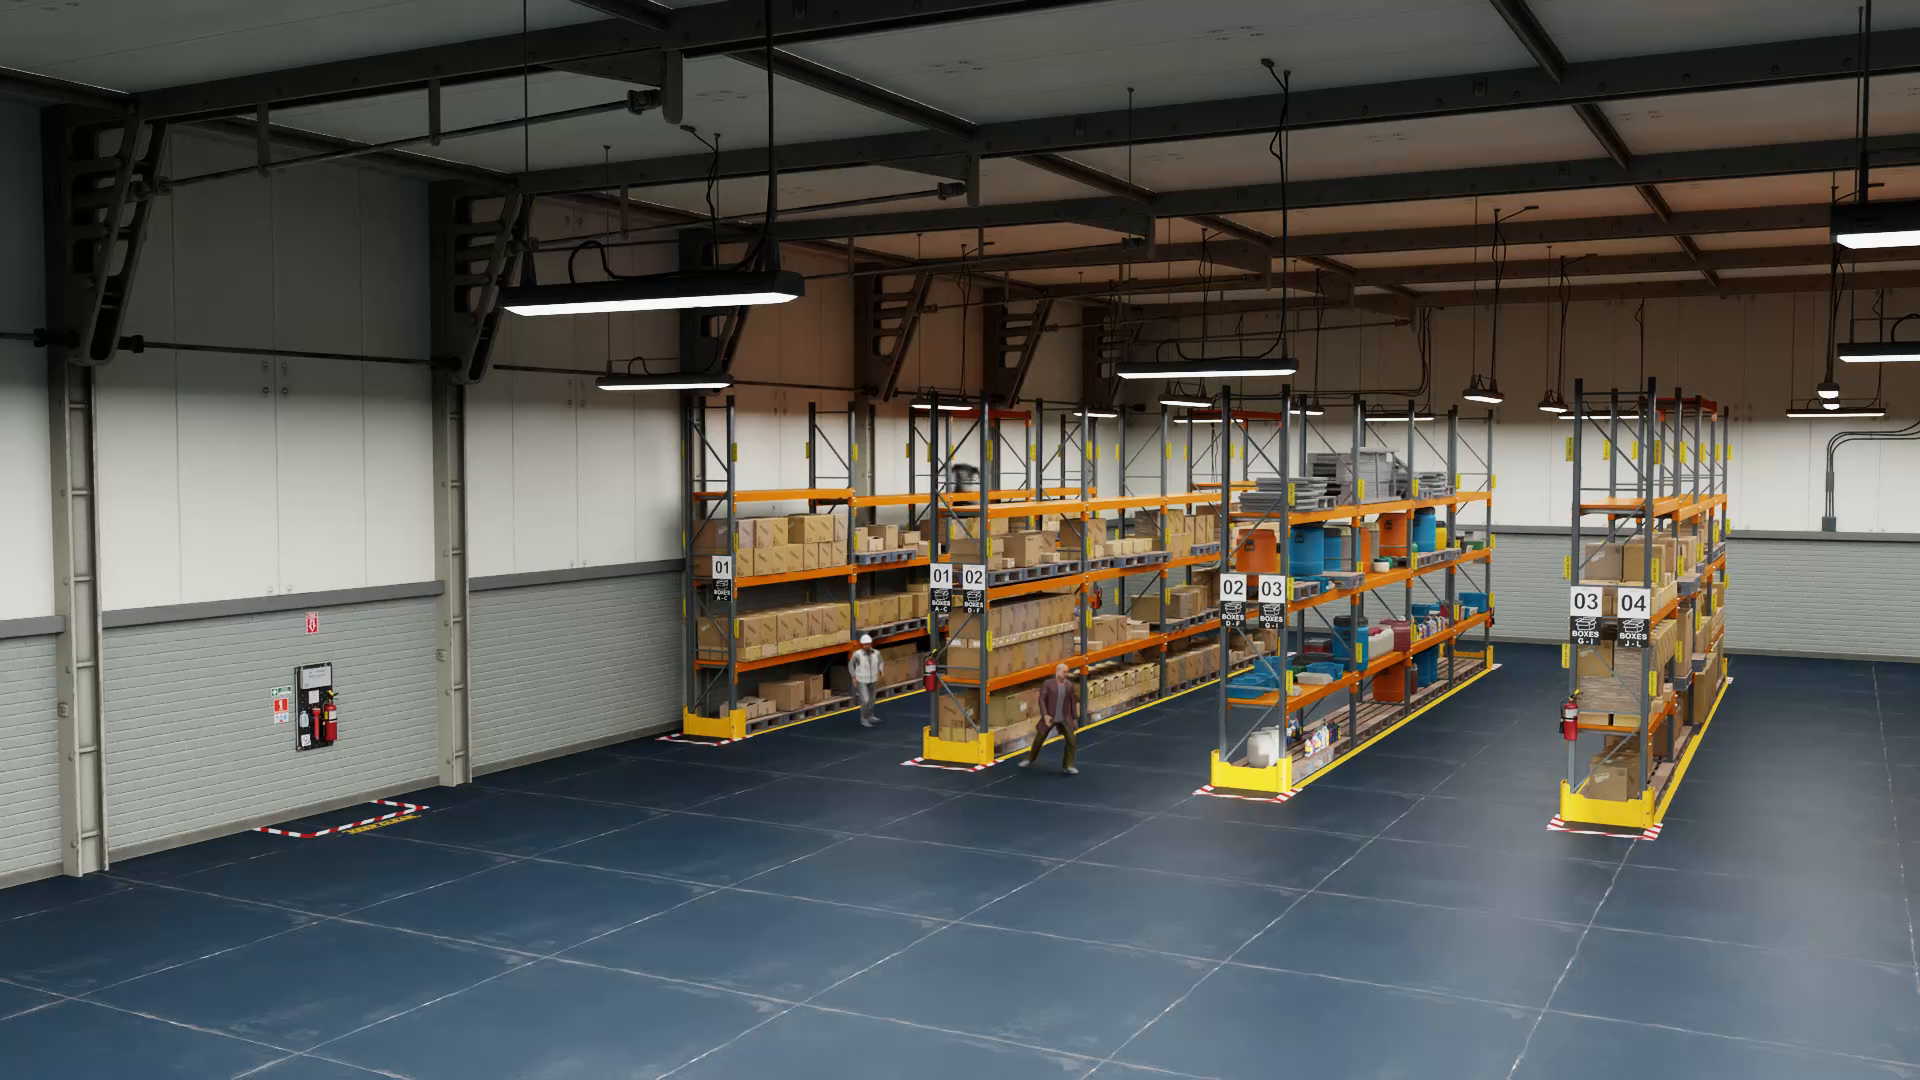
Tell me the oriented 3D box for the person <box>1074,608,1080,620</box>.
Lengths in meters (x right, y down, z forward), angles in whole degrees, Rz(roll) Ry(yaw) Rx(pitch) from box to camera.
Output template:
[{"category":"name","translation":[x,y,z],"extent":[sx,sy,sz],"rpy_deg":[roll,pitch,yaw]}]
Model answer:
[{"category":"person","translation":[2.454,2.154,38.348],"extent":[0.589,1.694,0.852],"rpy_deg":[1,3,24]}]

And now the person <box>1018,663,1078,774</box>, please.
[{"category":"person","translation":[1.397,2.773,26.014],"extent":[0.908,1.715,0.768],"rpy_deg":[-1,3,-10]}]

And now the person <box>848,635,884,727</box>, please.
[{"category":"person","translation":[-1.682,2.570,30.428],"extent":[0.689,1.719,0.830],"rpy_deg":[-2,4,-33]}]
